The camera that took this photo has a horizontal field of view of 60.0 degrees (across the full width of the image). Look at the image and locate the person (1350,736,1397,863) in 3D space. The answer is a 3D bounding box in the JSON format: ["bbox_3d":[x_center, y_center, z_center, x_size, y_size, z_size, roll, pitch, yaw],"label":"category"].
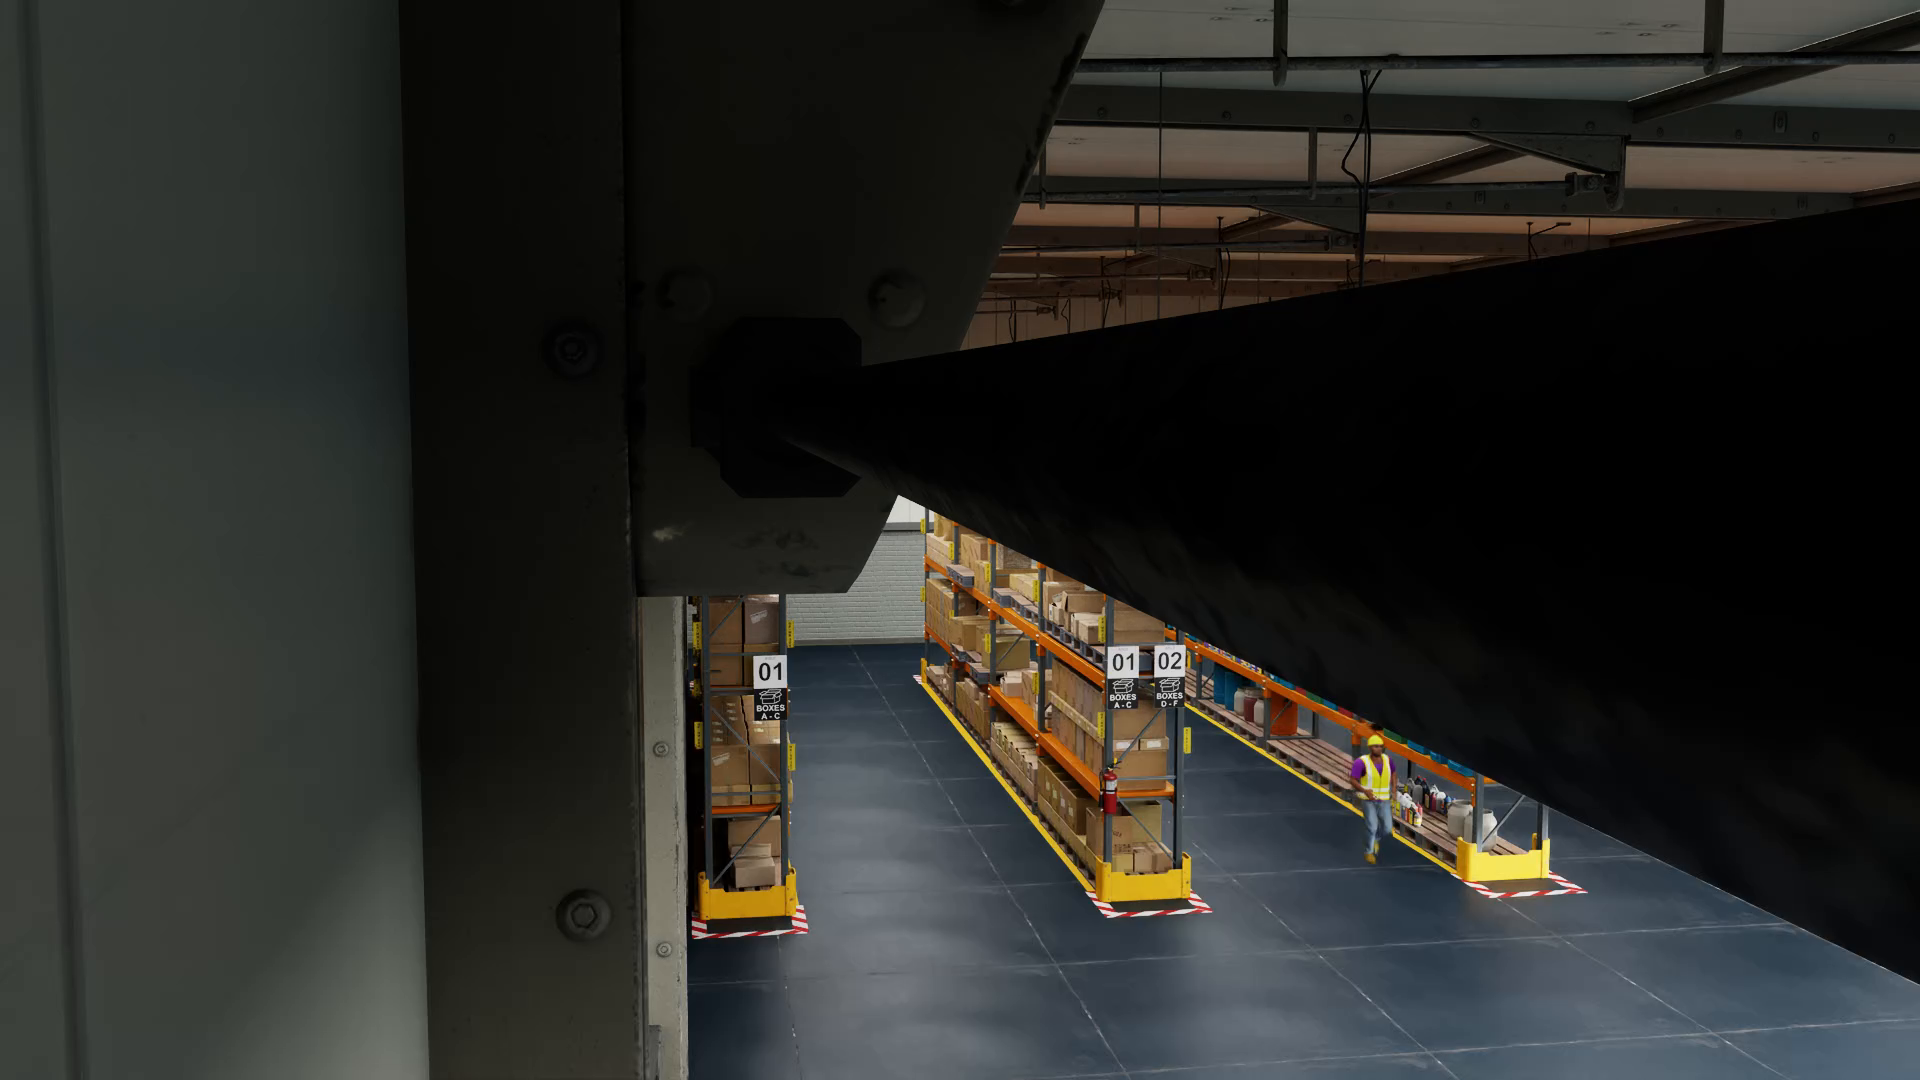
[{"bbox_3d":[5.619,3.494,22.458,0.733,1.727,0.601,-1,5,-13],"label":"person"}]
